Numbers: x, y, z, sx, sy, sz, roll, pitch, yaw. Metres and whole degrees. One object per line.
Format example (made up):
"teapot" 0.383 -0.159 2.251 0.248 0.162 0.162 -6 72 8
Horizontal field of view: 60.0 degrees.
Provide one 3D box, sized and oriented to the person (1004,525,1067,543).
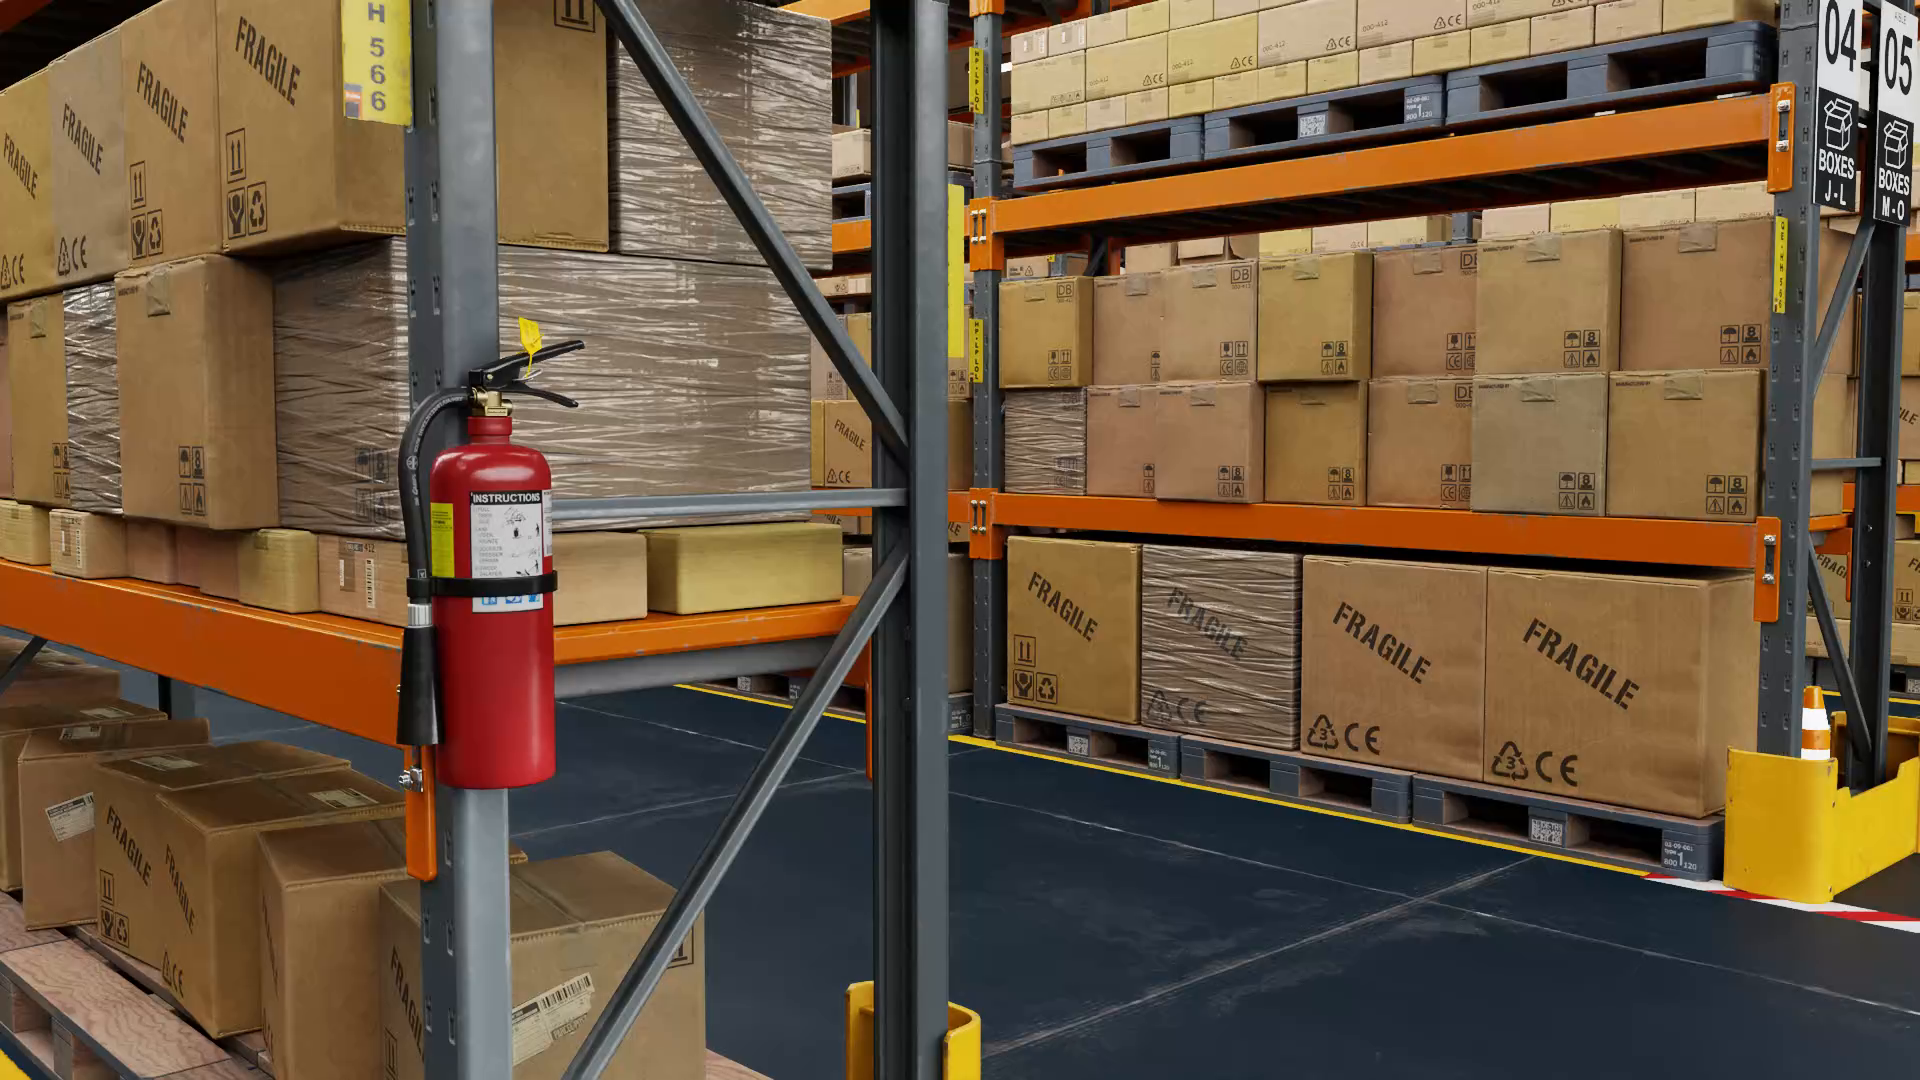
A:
"person" 0.527 -0.088 12.556 0.656 1.774 0.417 4 5 44
